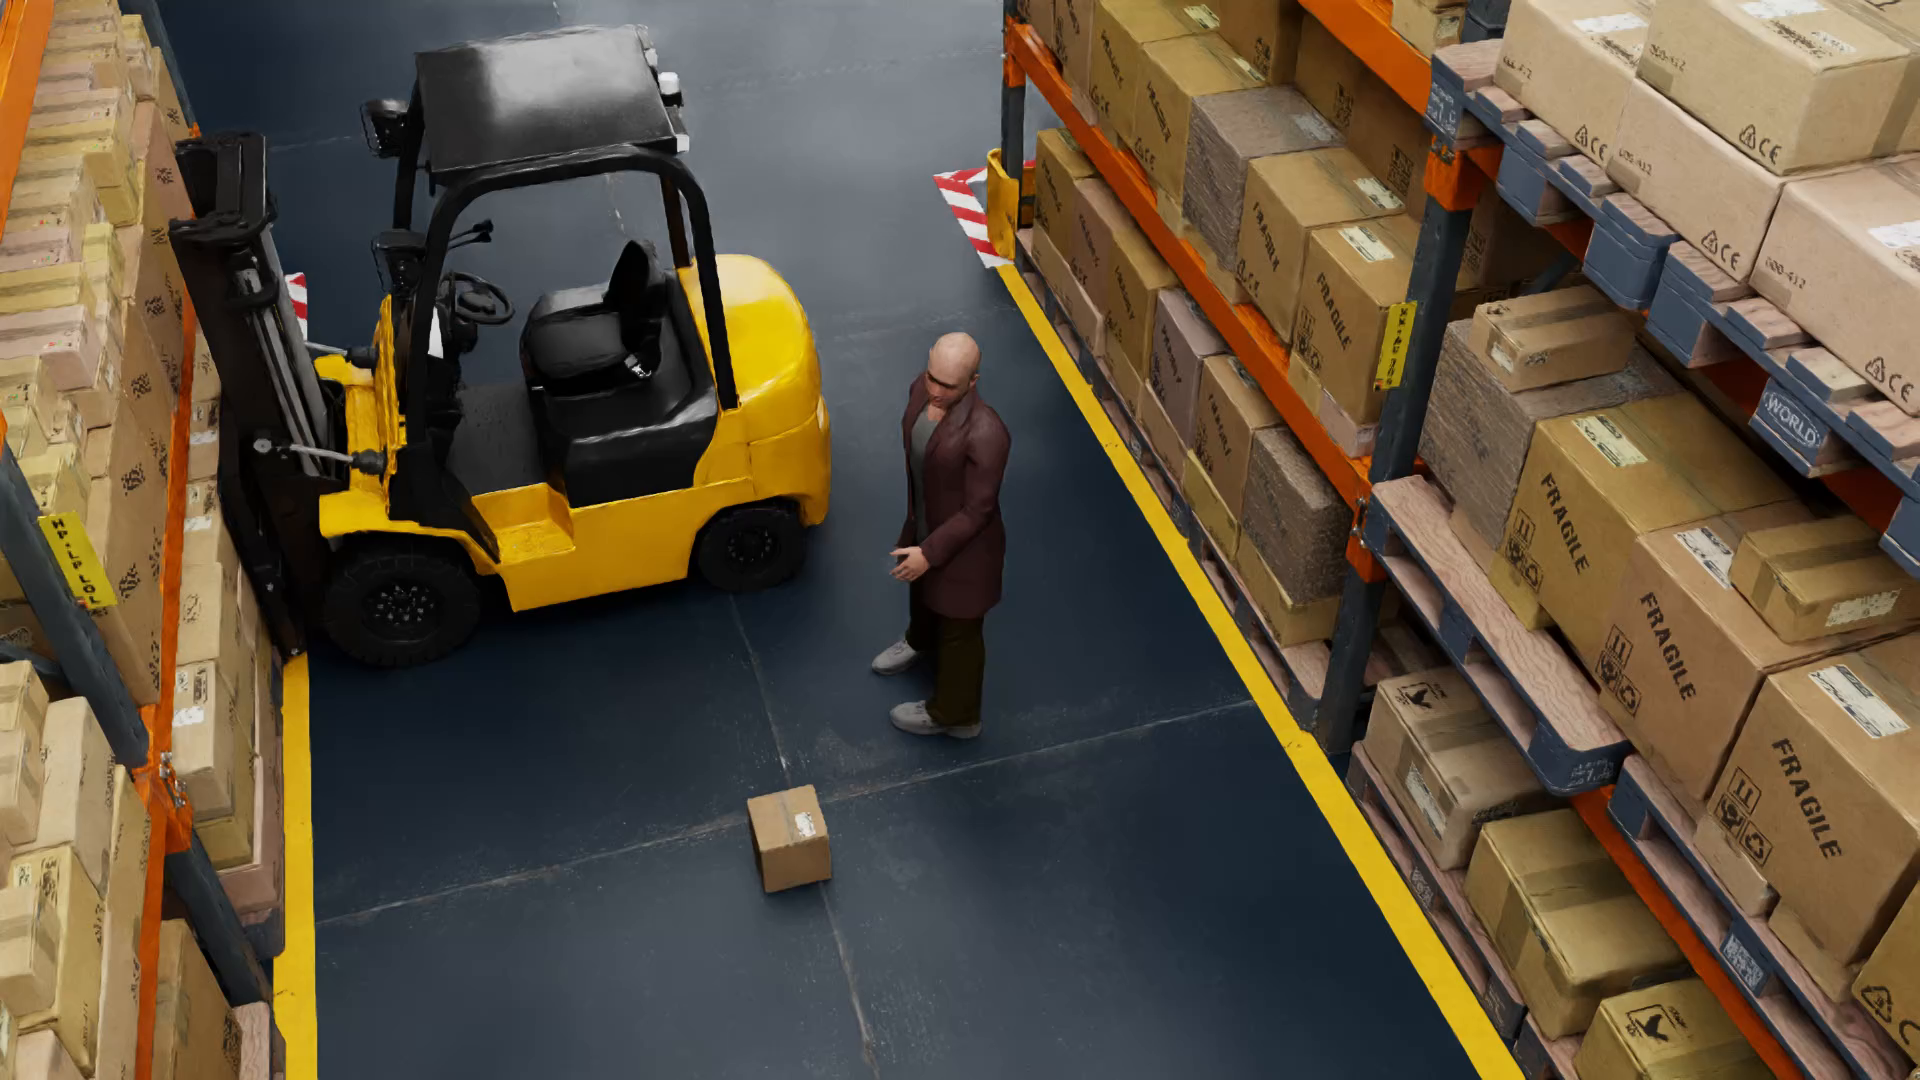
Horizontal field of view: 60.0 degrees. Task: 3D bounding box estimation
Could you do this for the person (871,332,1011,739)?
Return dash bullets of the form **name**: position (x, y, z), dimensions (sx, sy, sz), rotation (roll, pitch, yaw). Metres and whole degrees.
- **person**: position (-0.098, -0.016, 6.185), dimensions (0.461, 1.778, 0.628), rotation (-21, 46, -22)
